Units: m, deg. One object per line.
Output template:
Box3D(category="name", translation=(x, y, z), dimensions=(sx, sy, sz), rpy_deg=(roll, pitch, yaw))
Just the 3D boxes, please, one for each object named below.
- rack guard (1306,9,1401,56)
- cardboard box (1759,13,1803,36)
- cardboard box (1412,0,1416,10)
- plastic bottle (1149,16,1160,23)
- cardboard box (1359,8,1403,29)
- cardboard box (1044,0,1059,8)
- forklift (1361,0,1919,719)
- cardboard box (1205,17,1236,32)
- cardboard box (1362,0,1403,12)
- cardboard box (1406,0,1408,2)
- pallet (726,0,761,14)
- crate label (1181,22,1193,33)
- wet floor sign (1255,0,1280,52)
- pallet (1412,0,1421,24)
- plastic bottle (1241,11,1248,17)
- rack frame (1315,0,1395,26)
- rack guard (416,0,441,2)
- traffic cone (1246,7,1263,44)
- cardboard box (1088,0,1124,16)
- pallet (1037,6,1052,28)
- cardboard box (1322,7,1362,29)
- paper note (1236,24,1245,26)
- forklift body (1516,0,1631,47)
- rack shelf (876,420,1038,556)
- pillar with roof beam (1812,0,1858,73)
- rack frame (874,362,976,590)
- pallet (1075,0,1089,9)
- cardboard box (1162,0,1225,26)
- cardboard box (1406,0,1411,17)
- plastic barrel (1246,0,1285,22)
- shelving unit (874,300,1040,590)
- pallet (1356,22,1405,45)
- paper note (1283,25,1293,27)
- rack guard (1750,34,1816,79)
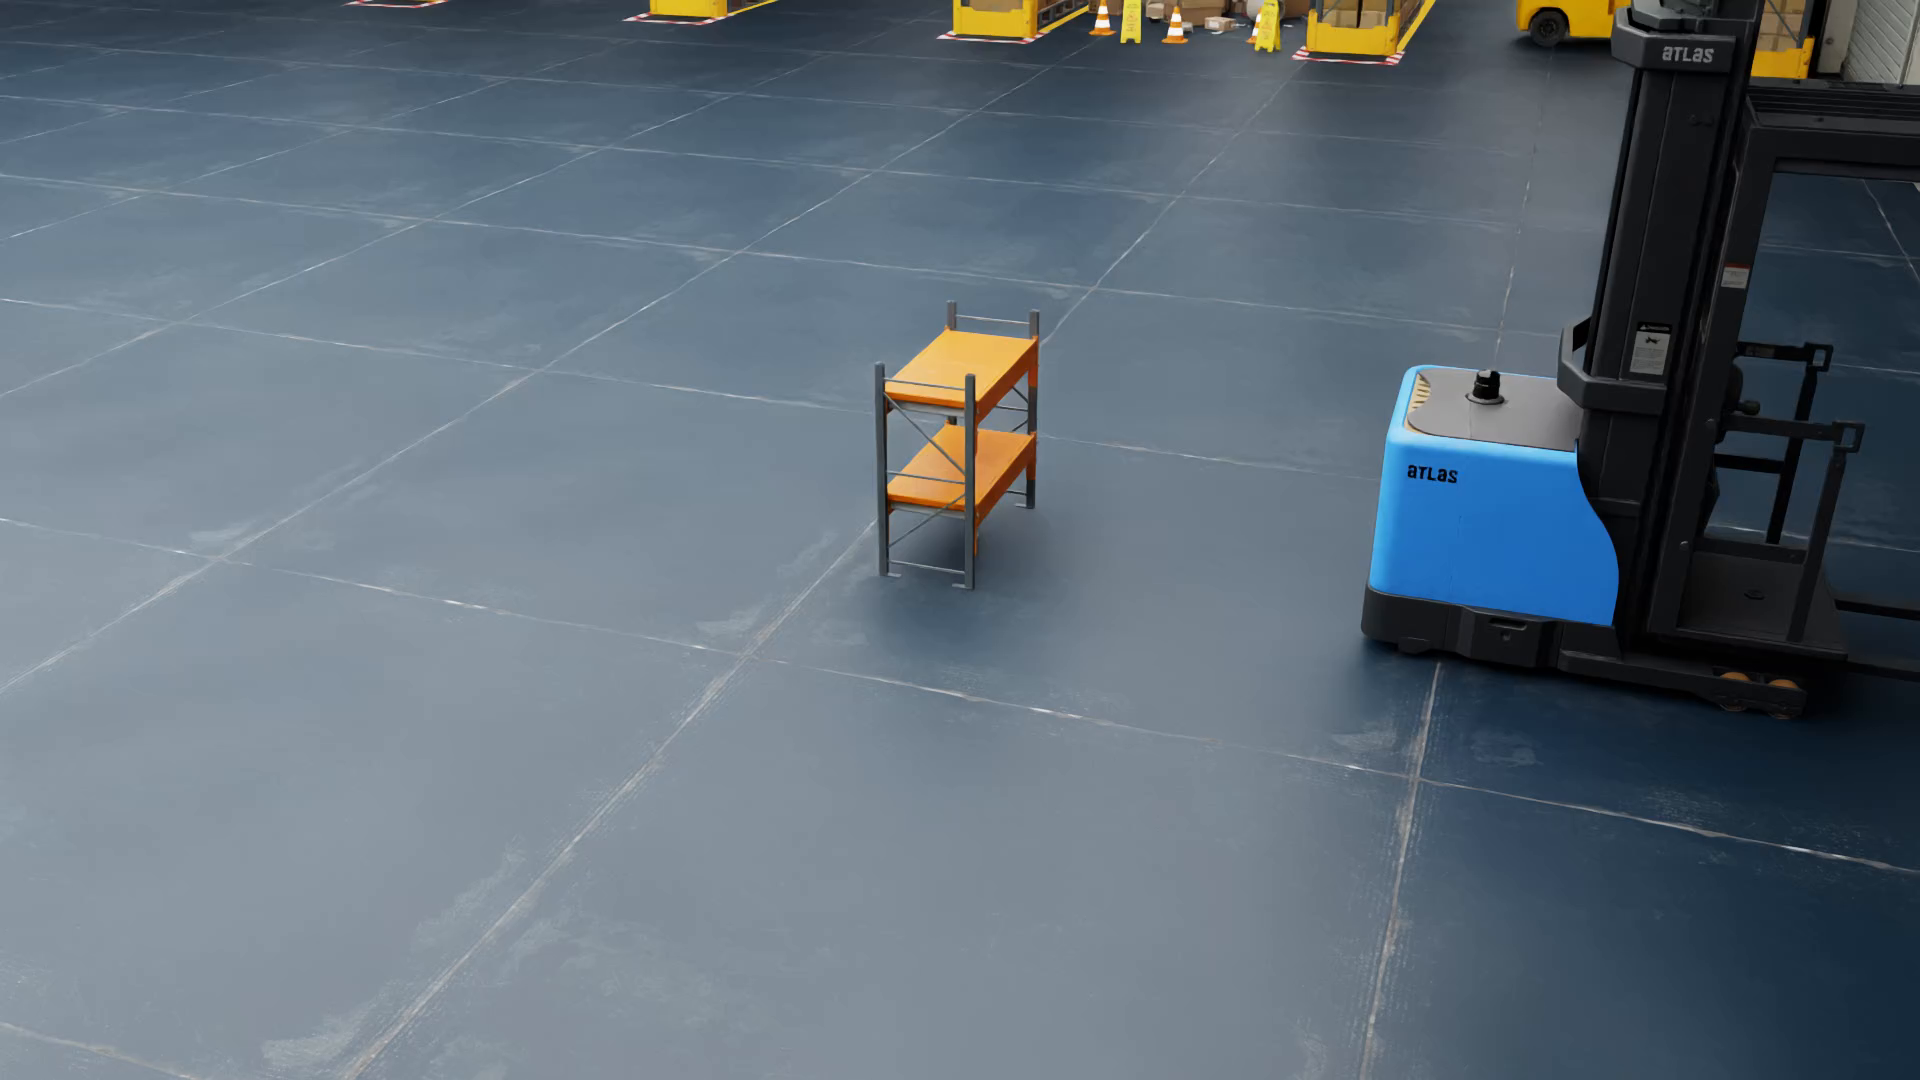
Box3D(category="rack guard", translation=(5.232, -6.766, 22.151), dimensions=(1.175, 0.500, 0.348), rpy_deg=(9, 27, 17))
Box3D(category="cardboard box", translation=(10.242, -6.481, 20.794), dimensions=(0.500, 0.250, 0.500), rpy_deg=(9, 27, 18))
Box3D(category="cardboard box", translation=(6.427, -7.953, 24.407), dimensions=(0.500, 0.250, 0.500), rpy_deg=(8, 27, 16))
Box3D(category="plastic bottle", translation=(2.872, -7.698, 24.578), dimensions=(0.133, 0.061, 0.283), rpy_deg=(0, 26, -1))
Box3D(category="cardboard box", translation=(5.736, -7.103, 22.652), dimensions=(0.500, 0.250, 0.500), rpy_deg=(9, 27, 17))
Box3D(category="cardboard box", translation=(0.960, -8.419, 24.653), dimensions=(0.875, 0.875, 0.875), rpy_deg=(8, 27, 17))
Box3D(category="forklift", translation=(3.437, -0.809, 7.058), dimensions=(3.031, 2.935, 1.130), rpy_deg=(8, 27, 17))
Box3D(category="cardboard box", translation=(3.738, -7.408, 23.880), dimensions=(0.250, 0.149, 0.380), rpy_deg=(-20, 33, -36))
Box3D(category="cardboard box", translation=(5.744, -7.450, 22.508), dimensions=(0.500, 0.500, 0.500), rpy_deg=(8, 27, 16))
Box3D(category="cardboard box", translation=(6.088, -7.871, 23.377), dimensions=(0.500, 0.500, 0.500), rpy_deg=(9, 27, 18))
Box3D(category="pallet", translation=(-3.809, -8.402, 25.861), dimensions=(1.003, 0.211, 1.213), rpy_deg=(9, 27, 17))
Box3D(category="crate label", translation=(3.177, -7.289, 23.647), dimensions=(0.250, 0.136, 0.298), rpy_deg=(-5, 26, -9))
Box3D(category="wet floor sign", translation=(4.135, -6.878, 22.214), dimensions=(0.267, 0.644, 0.232), rpy_deg=(20, 32, 35))
Box3D(category="pallet", translation=(6.348, -7.968, 24.964), dimensions=(1.003, 0.211, 1.213), rpy_deg=(9, 27, 17))
Box3D(category="plastic bottle", translation=(4.340, -7.923, 25.044), dimensions=(0.133, 0.061, 0.283), rpy_deg=(14, 29, 26))
Box3D(category="rack frame", translation=(5.207, -7.860, 21.542), dimensions=(1.000, 3.000, 0.127), rpy_deg=(9, 27, 17))
Box3D(category="rack guard", translation=(-8.828, -8.929, 26.617), dimensions=(1.175, 0.500, 0.348), rpy_deg=(9, 27, 17))
Box3D(category="traffic cone", translation=(4.134, -7.082, 22.846), dimensions=(0.336, 0.463, 0.334), rpy_deg=(9, 27, 17))
Box3D(category="cardboard box", translation=(2.288, -8.270, 25.253), dimensions=(0.500, 0.500, 0.500), rpy_deg=(14, 29, 26))
Box3D(category="pallet", translation=(0.698, -7.621, 24.249), dimensions=(1.003, 0.211, 1.213), rpy_deg=(9, 27, 17))
Box3D(category="cardboard box", translation=(5.230, -7.193, 22.837), dimensions=(0.500, 0.250, 0.500), rpy_deg=(9, 27, 17))
Box3D(category="paper note", translation=(4.069, -7.523, 24.266), dimensions=(0.148, 0.019, 0.142), rpy_deg=(20, 32, 35))
Box3D(category="forklift body", translation=(8.800, -7.804, 22.399), dimensions=(2.313, 2.155, 1.214), rpy_deg=(9, 27, 17))
Box3D(category="rack shelf", translation=(0.002, -0.289, 8.617), dimensions=(0.538, 0.278, 1.000), rpy_deg=(9, 27, 17))
Box3D(category="pillar with roof beam", translation=(6.911, -10.622, 20.362), dimensions=(9.100, 9.000, 0.400), rpy_deg=(9, 27, 17))
Box3D(category="rack frame", translation=(-0.167, -0.300, 8.079), dimensions=(0.500, 1.125, 0.032), rpy_deg=(9, 27, 17))
Box3D(category="pallet", translation=(1.510, -8.624, 26.320), dimensions=(1.003, 0.211, 1.213), rpy_deg=(9, 27, 17))
Box3D(category="cardboard box", translation=(3.404, -7.826, 24.335), dimensions=(0.797, 0.503, 0.637), rpy_deg=(-9, 27, -18))
Box3D(category="cardboard box", translation=(6.083, -7.538, 23.549), dimensions=(0.500, 0.250, 0.500), rpy_deg=(11, 28, 21))
Box3D(category="plastic barrel", translation=(4.467, -7.769, 24.310), dimensions=(0.421, 0.421, 0.512), rpy_deg=(-14, 29, -27))
Box3D(category="shelving unit", translation=(0.002, -0.509, 8.511), dimensions=(0.538, 1.125, 1.048), rpy_deg=(9, 27, 17))
Box3D(category="pallet", translation=(5.536, -6.965, 22.893), dimensions=(1.003, 0.211, 1.213), rpy_deg=(9, 27, 17))
Box3D(category="paper note", translation=(4.773, -7.474, 24.150), dimensions=(0.142, 0.019, 0.148), rpy_deg=(0, 26, -1))
Box3D(category="rack guard", translation=(9.881, -6.007, 20.583), dimensions=(1.175, 0.500, 0.348), rpy_deg=(9, 27, 17))
